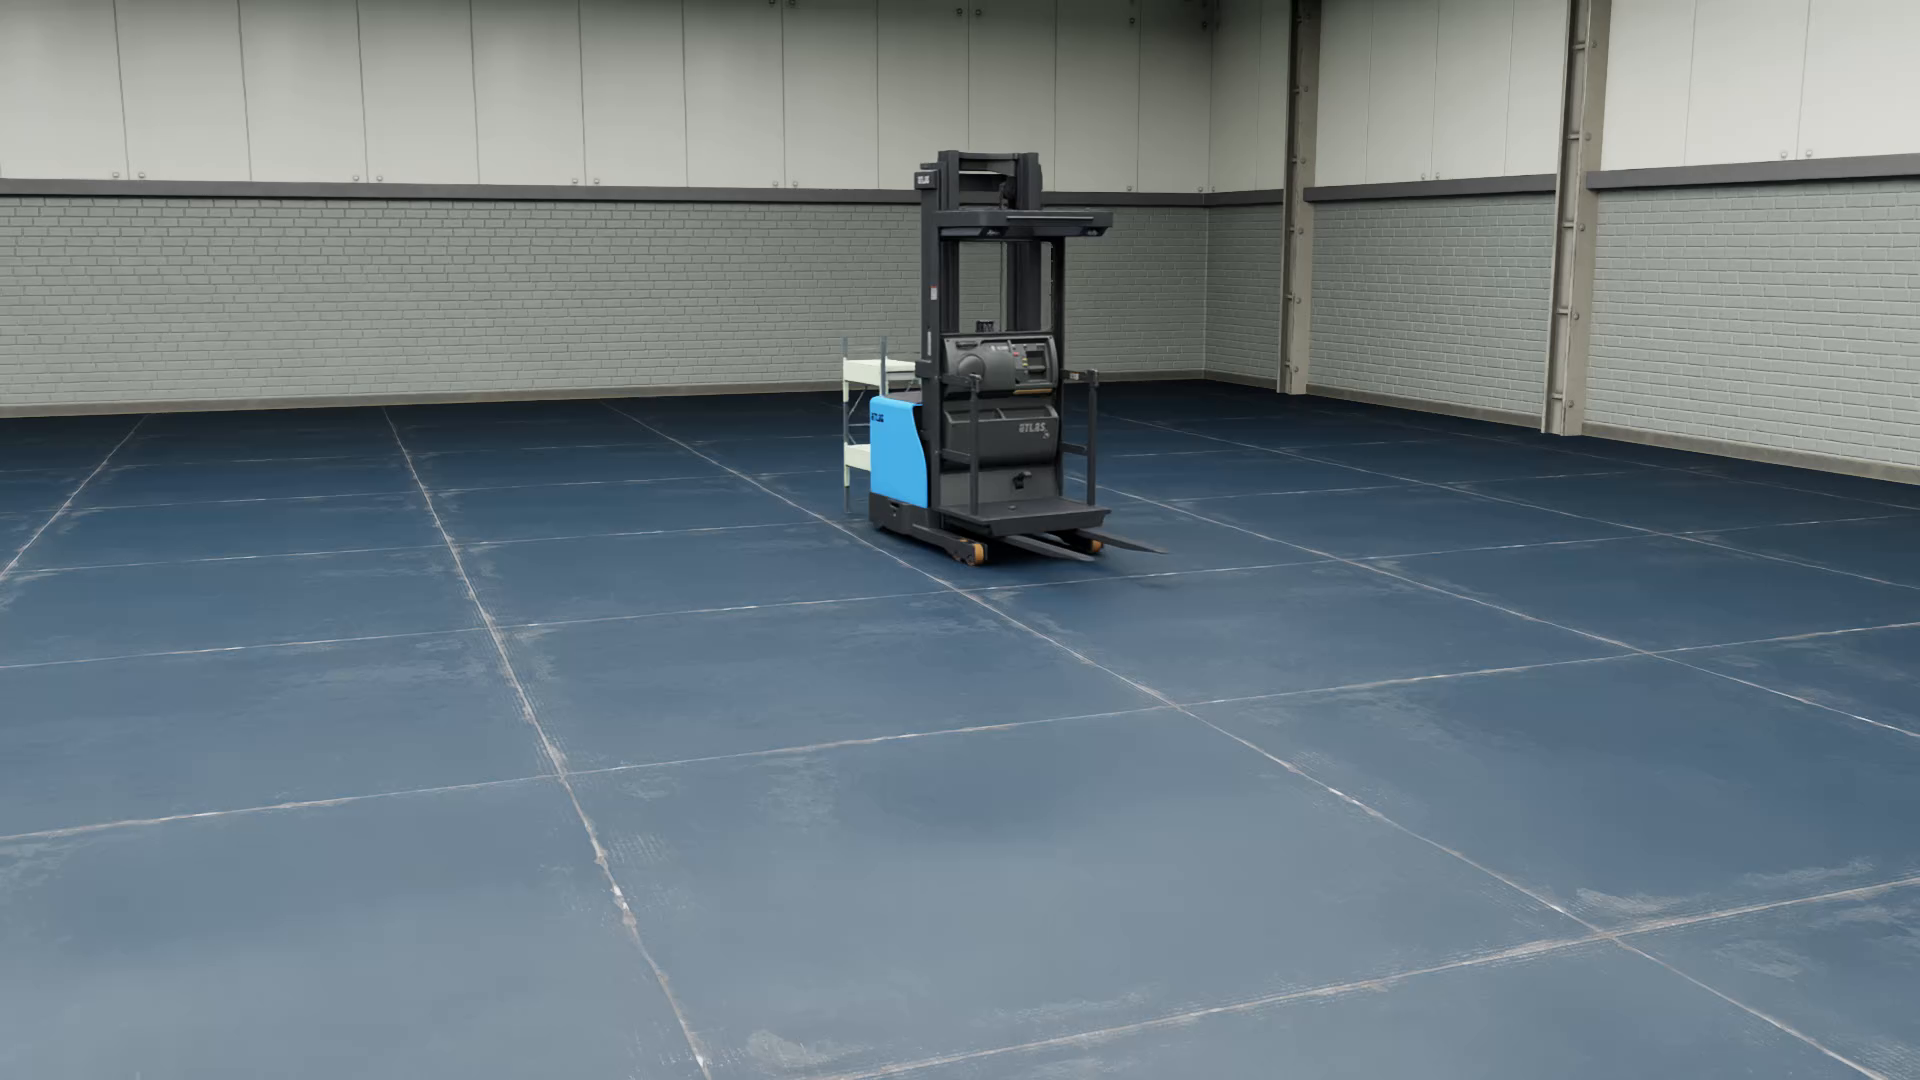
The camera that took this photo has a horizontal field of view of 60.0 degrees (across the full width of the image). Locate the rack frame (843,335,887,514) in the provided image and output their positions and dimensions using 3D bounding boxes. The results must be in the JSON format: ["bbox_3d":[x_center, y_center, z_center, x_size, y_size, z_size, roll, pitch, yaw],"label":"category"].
[{"bbox_3d":[-0.804,-0.982,14.160,0.400,1.500,0.023,-5,11,-28],"label":"rack frame"}]

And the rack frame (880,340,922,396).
[{"bbox_3d":[-0.456,-0.870,13.526,0.400,1.500,0.023,-5,11,-28],"label":"rack frame"}]

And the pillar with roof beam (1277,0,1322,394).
[{"bbox_3d":[1.114,-6.426,23.348,9.100,9.000,0.400,-4,11,-21],"label":"pillar with roof beam"}]

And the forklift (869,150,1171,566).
[{"bbox_3d":[0.410,-1.348,12.131,1.130,2.935,3.031,-5,11,-28],"label":"forklift"}]

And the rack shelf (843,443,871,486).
[{"bbox_3d":[-0.630,-0.605,13.900,0.431,0.370,0.720,-5,11,-28],"label":"rack shelf"}]

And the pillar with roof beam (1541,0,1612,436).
[{"bbox_3d":[3.288,-5.446,17.842,9.100,9.000,0.400,-4,11,-21],"label":"pillar with roof beam"}]

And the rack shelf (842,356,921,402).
[{"bbox_3d":[-0.630,-1.310,13.775,0.431,0.370,0.720,-5,11,-28],"label":"rack shelf"}]

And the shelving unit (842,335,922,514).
[{"bbox_3d":[-0.630,-0.926,13.843,0.431,1.500,0.755,-5,11,-28],"label":"shelving unit"}]
